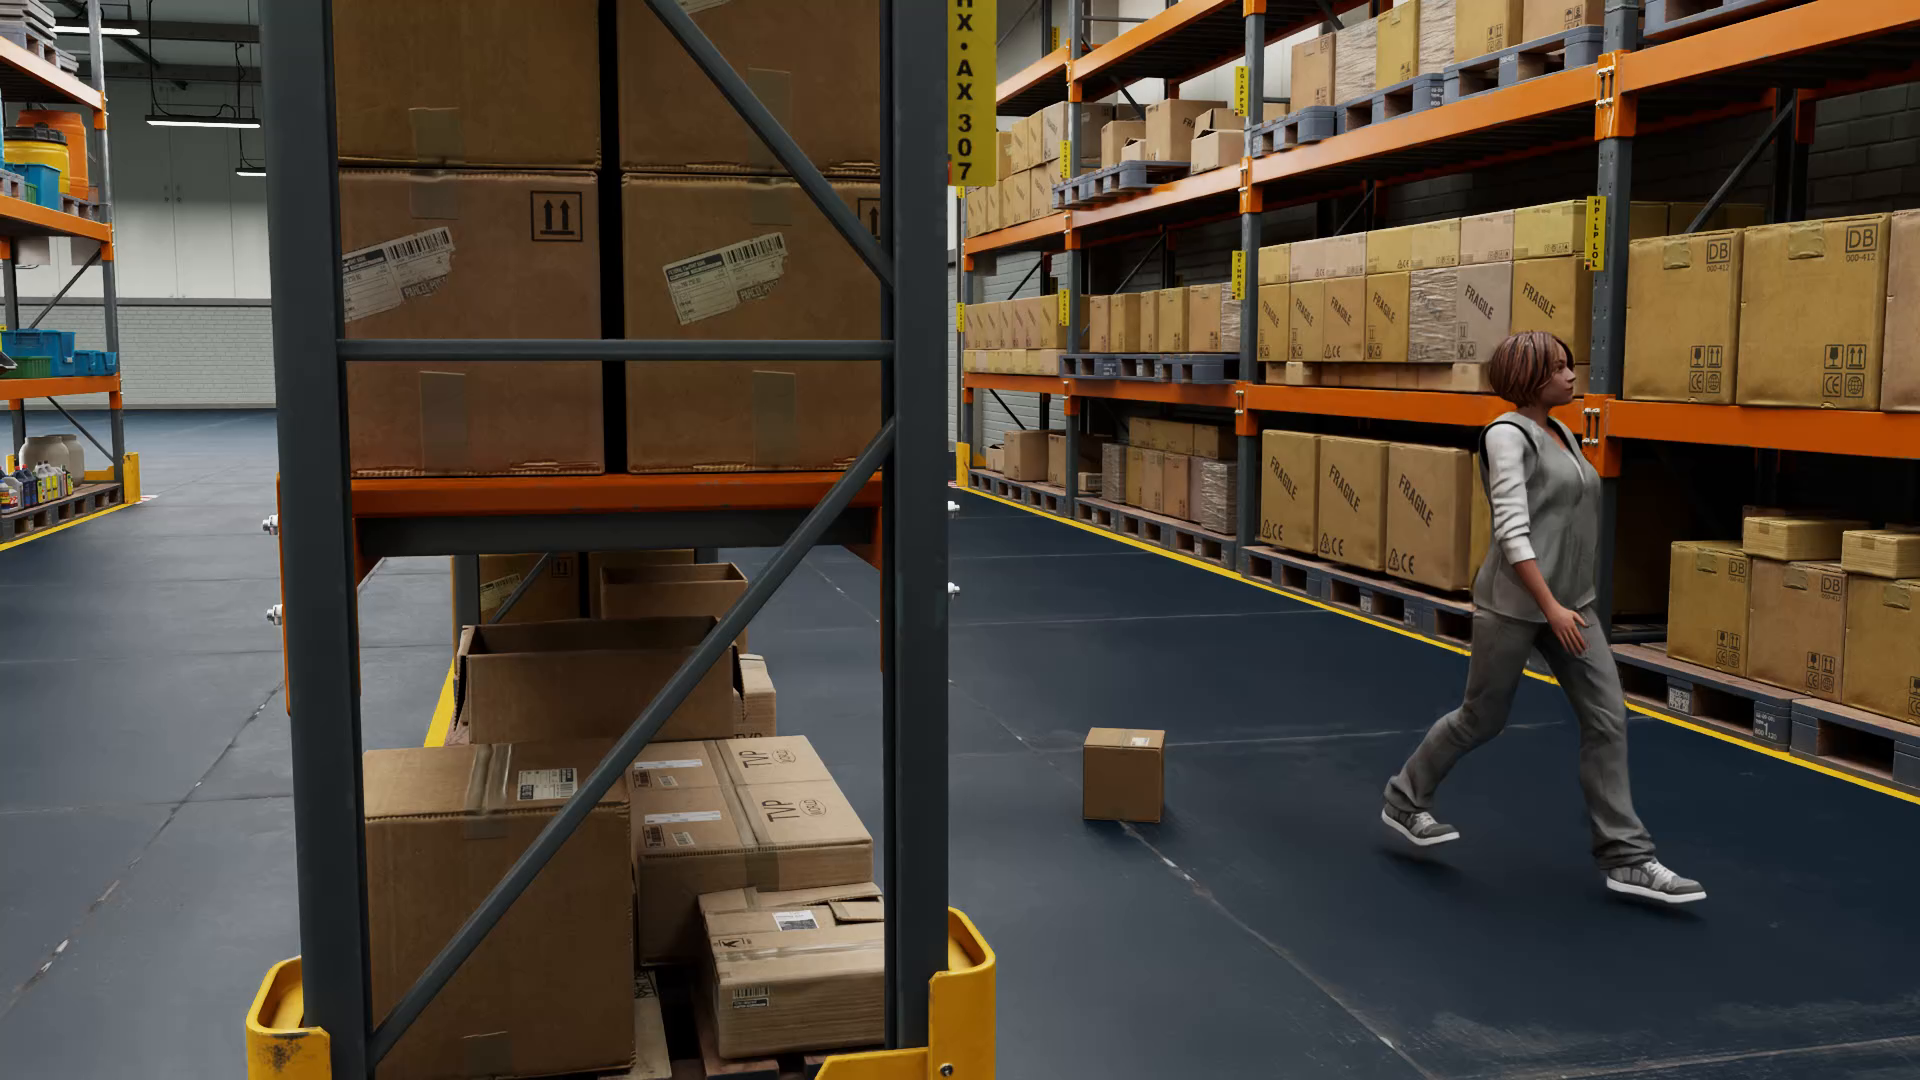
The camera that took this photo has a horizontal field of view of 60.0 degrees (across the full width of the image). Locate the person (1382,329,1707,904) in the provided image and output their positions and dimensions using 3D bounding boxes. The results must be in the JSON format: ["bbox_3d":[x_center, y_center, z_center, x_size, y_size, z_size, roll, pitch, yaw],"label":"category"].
[{"bbox_3d":[1.618,0.186,4.647,0.410,1.539,0.939,-5,8,-39],"label":"person"}]
